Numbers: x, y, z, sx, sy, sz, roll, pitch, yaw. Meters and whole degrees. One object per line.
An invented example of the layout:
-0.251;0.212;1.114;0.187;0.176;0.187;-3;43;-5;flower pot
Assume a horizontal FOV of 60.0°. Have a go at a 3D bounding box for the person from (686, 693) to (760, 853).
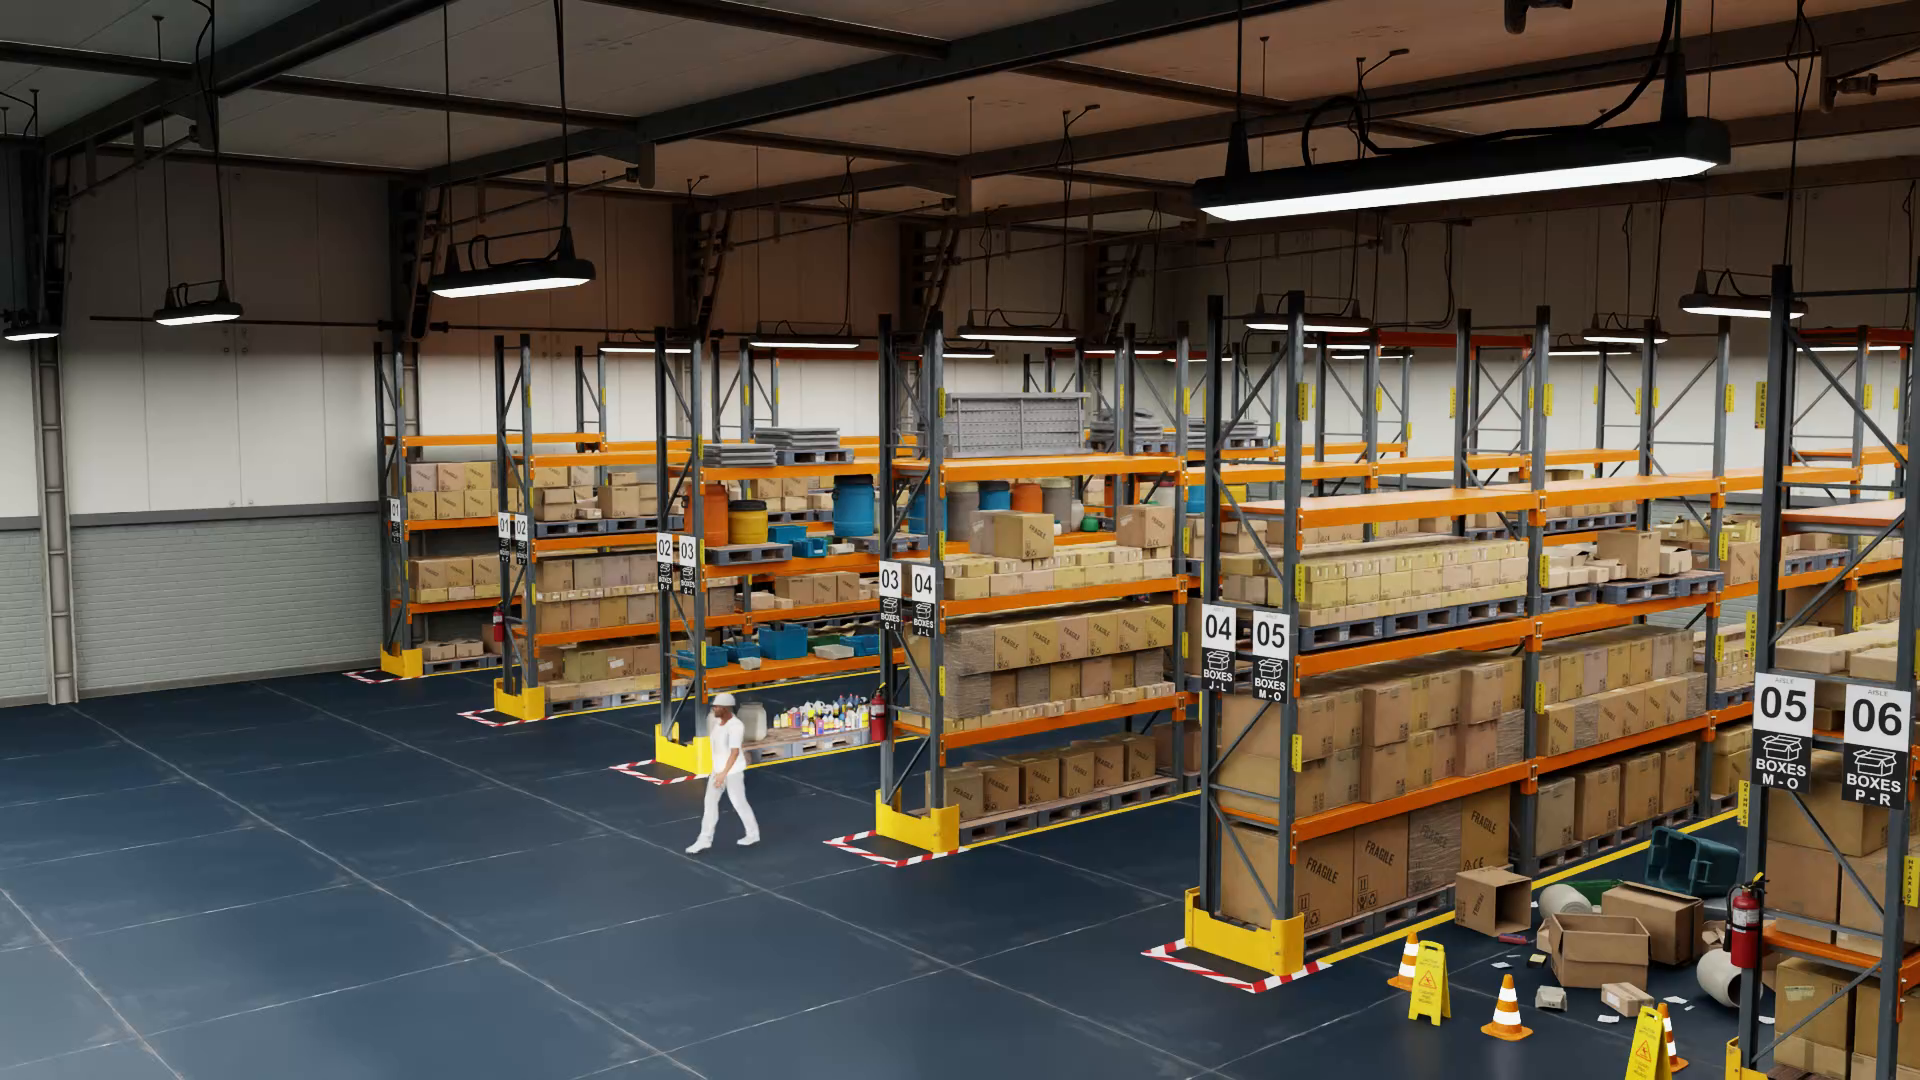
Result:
-2.671;2.591;18.637;0.881;1.750;0.601;-4;6;-37;person
